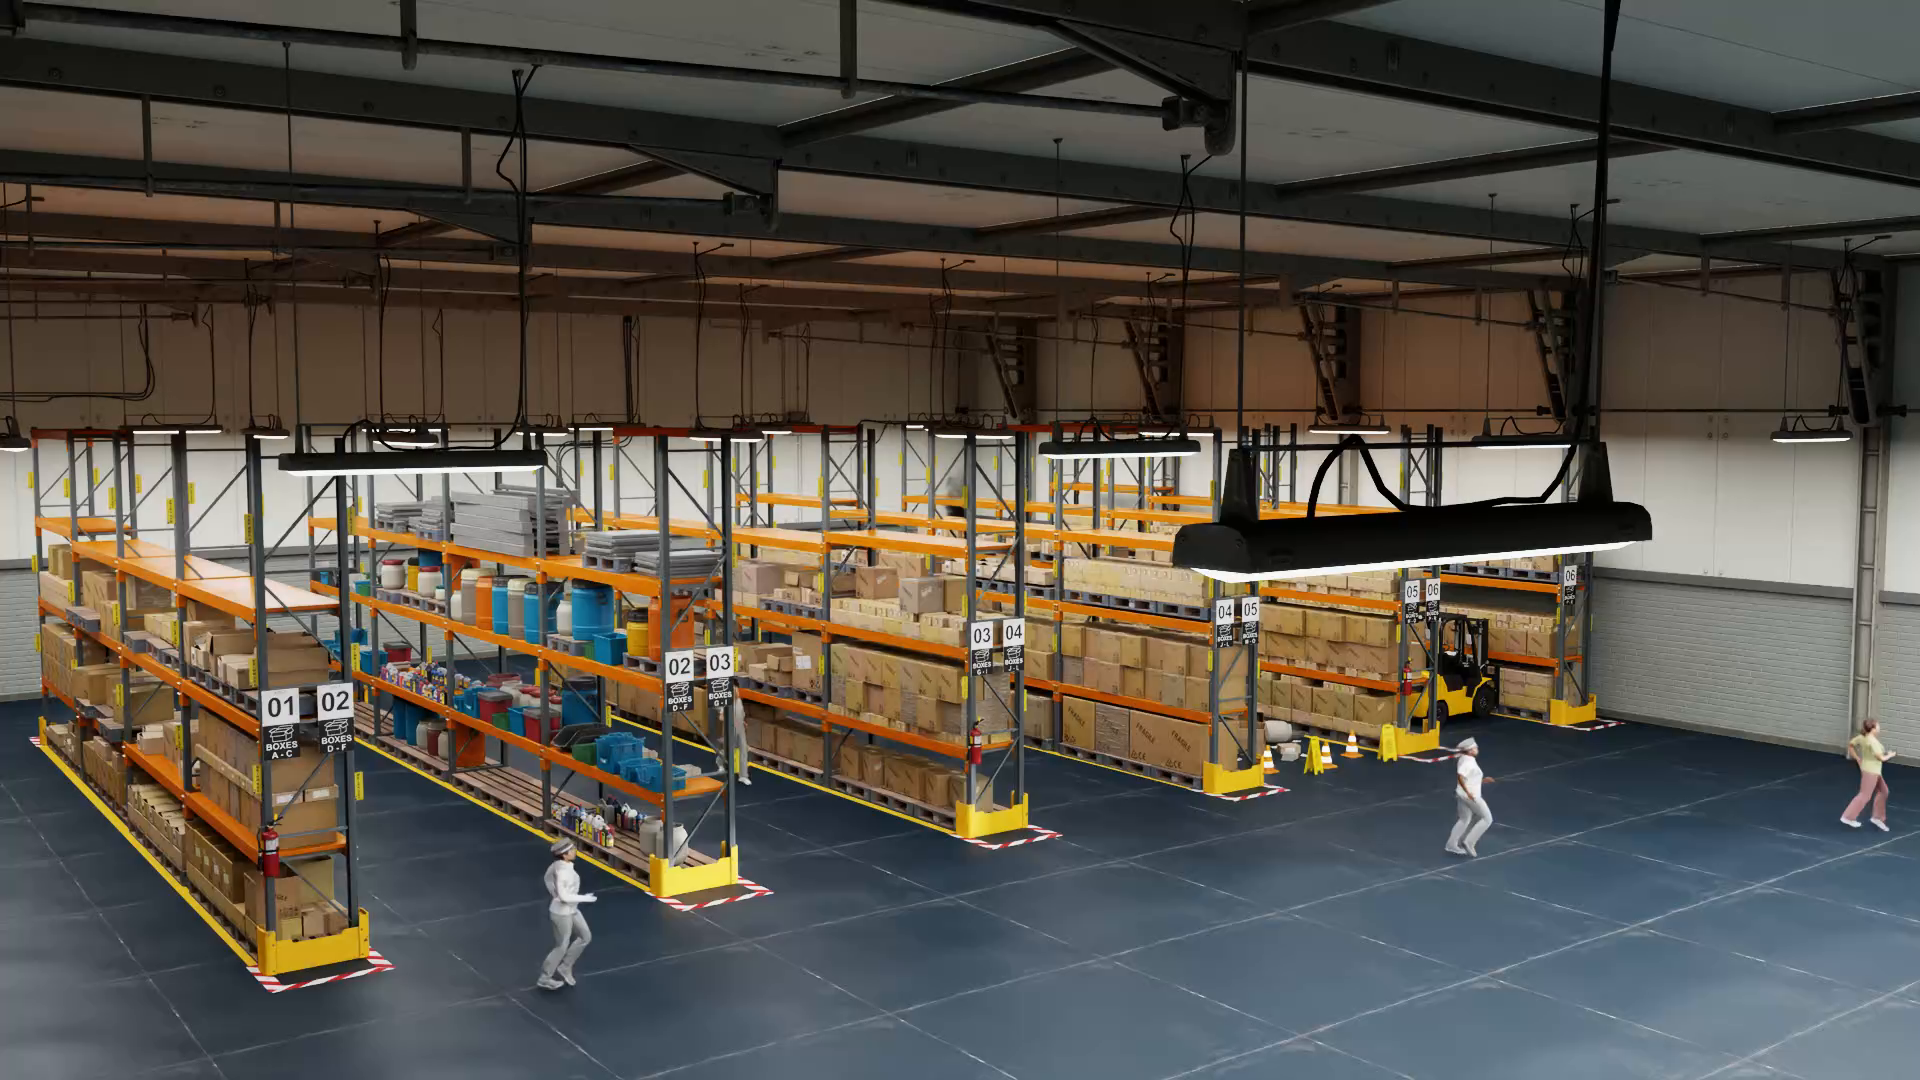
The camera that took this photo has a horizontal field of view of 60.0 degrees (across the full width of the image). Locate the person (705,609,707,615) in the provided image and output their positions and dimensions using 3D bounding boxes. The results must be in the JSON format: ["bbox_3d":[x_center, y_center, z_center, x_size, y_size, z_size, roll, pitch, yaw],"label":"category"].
[{"bbox_3d":[-5.894,2.436,38.734,0.726,1.715,0.570,-2,5,-23],"label":"person"}]

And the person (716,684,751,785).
[{"bbox_3d":[-3.848,3.276,28.238,0.548,1.664,0.934,-4,6,-42],"label":"person"}]

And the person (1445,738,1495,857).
[{"bbox_3d":[7.243,3.639,23.547,0.666,1.695,0.546,0,4,-3],"label":"person"}]

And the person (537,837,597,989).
[{"bbox_3d":[-4.284,4.074,18.127,0.667,1.704,0.613,-1,5,-7],"label":"person"}]

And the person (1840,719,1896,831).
[{"bbox_3d":[13.640,3.533,24.979,0.748,1.726,0.547,1,5,13],"label":"person"}]
